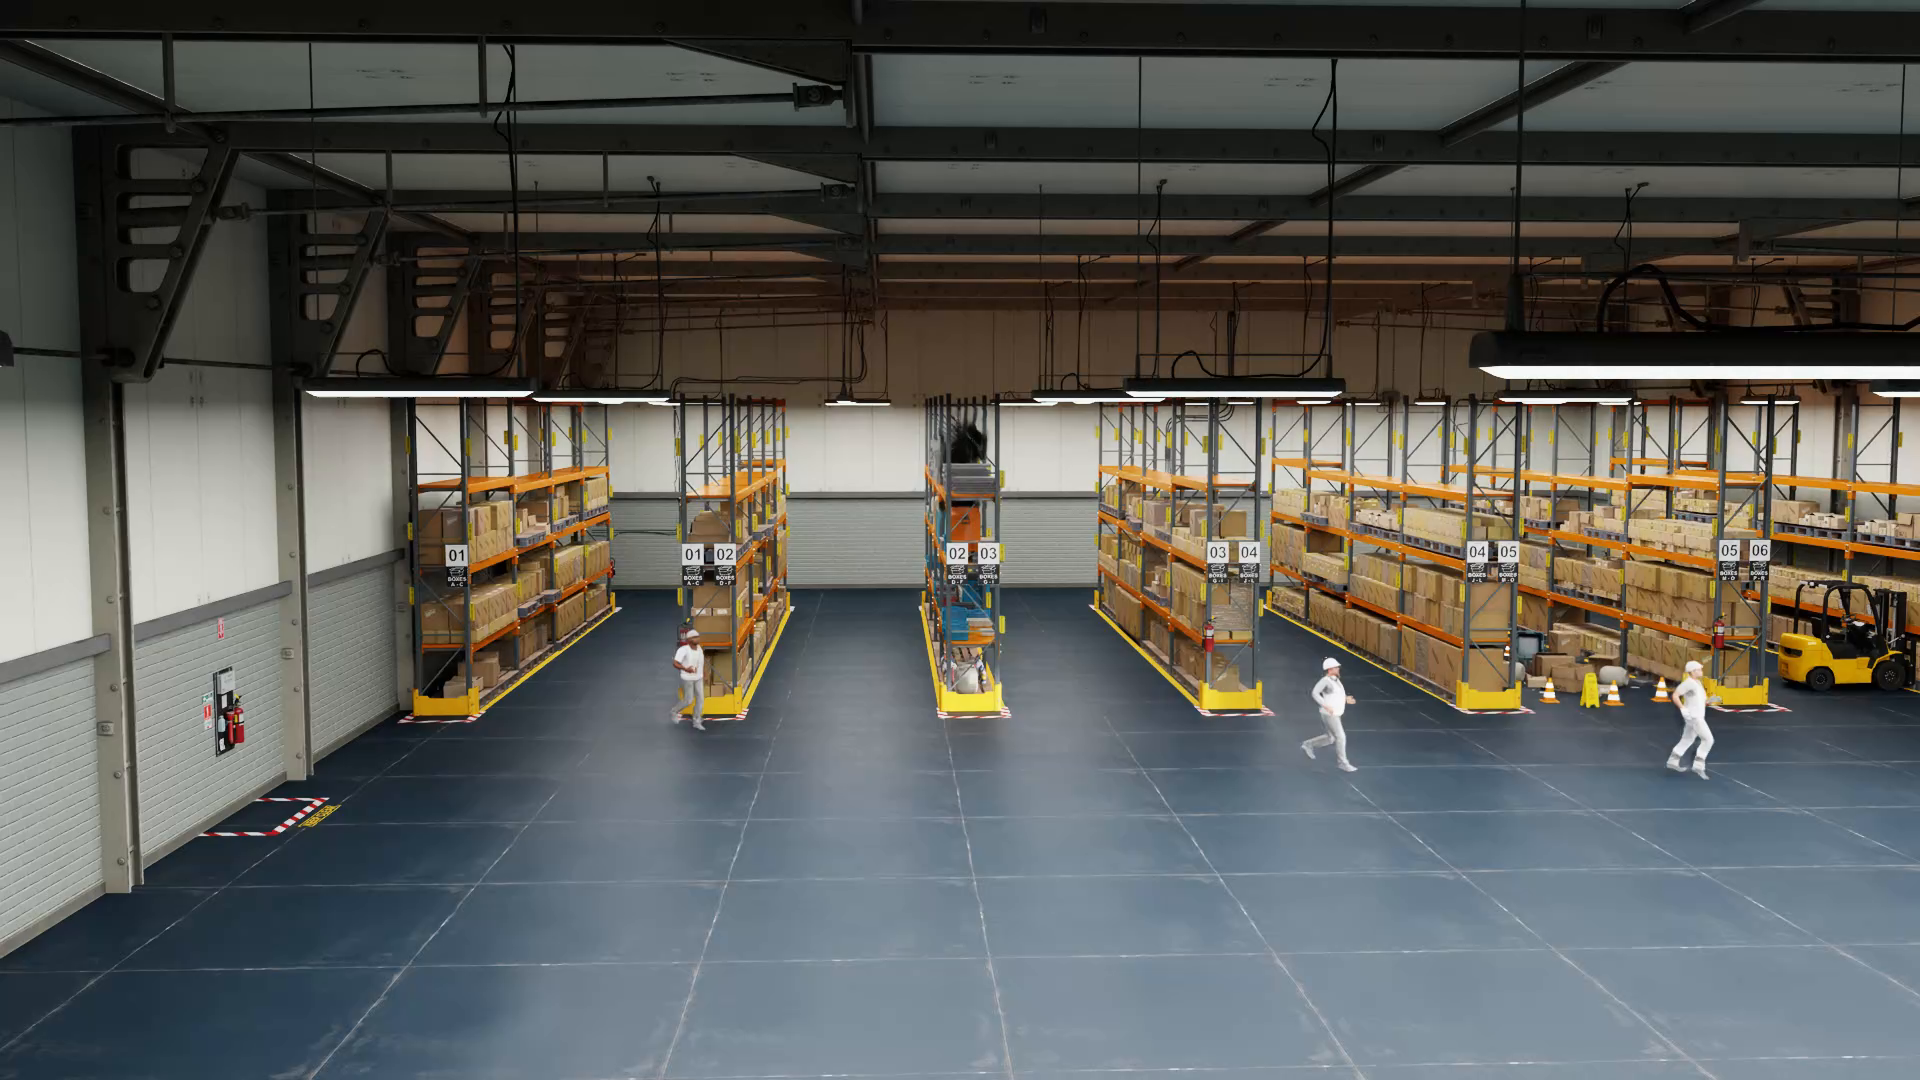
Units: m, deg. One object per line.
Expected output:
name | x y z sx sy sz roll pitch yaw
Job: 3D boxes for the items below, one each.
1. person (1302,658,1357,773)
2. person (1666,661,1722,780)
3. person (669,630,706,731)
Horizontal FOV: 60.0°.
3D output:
person | 5.870 2.760 26.395 0.928 1.778 0.663 2 5 28
person | 11.386 2.792 25.796 0.763 1.838 0.641 2 5 28
person | -4.820 2.500 29.836 0.804 1.776 0.724 4 6 39
